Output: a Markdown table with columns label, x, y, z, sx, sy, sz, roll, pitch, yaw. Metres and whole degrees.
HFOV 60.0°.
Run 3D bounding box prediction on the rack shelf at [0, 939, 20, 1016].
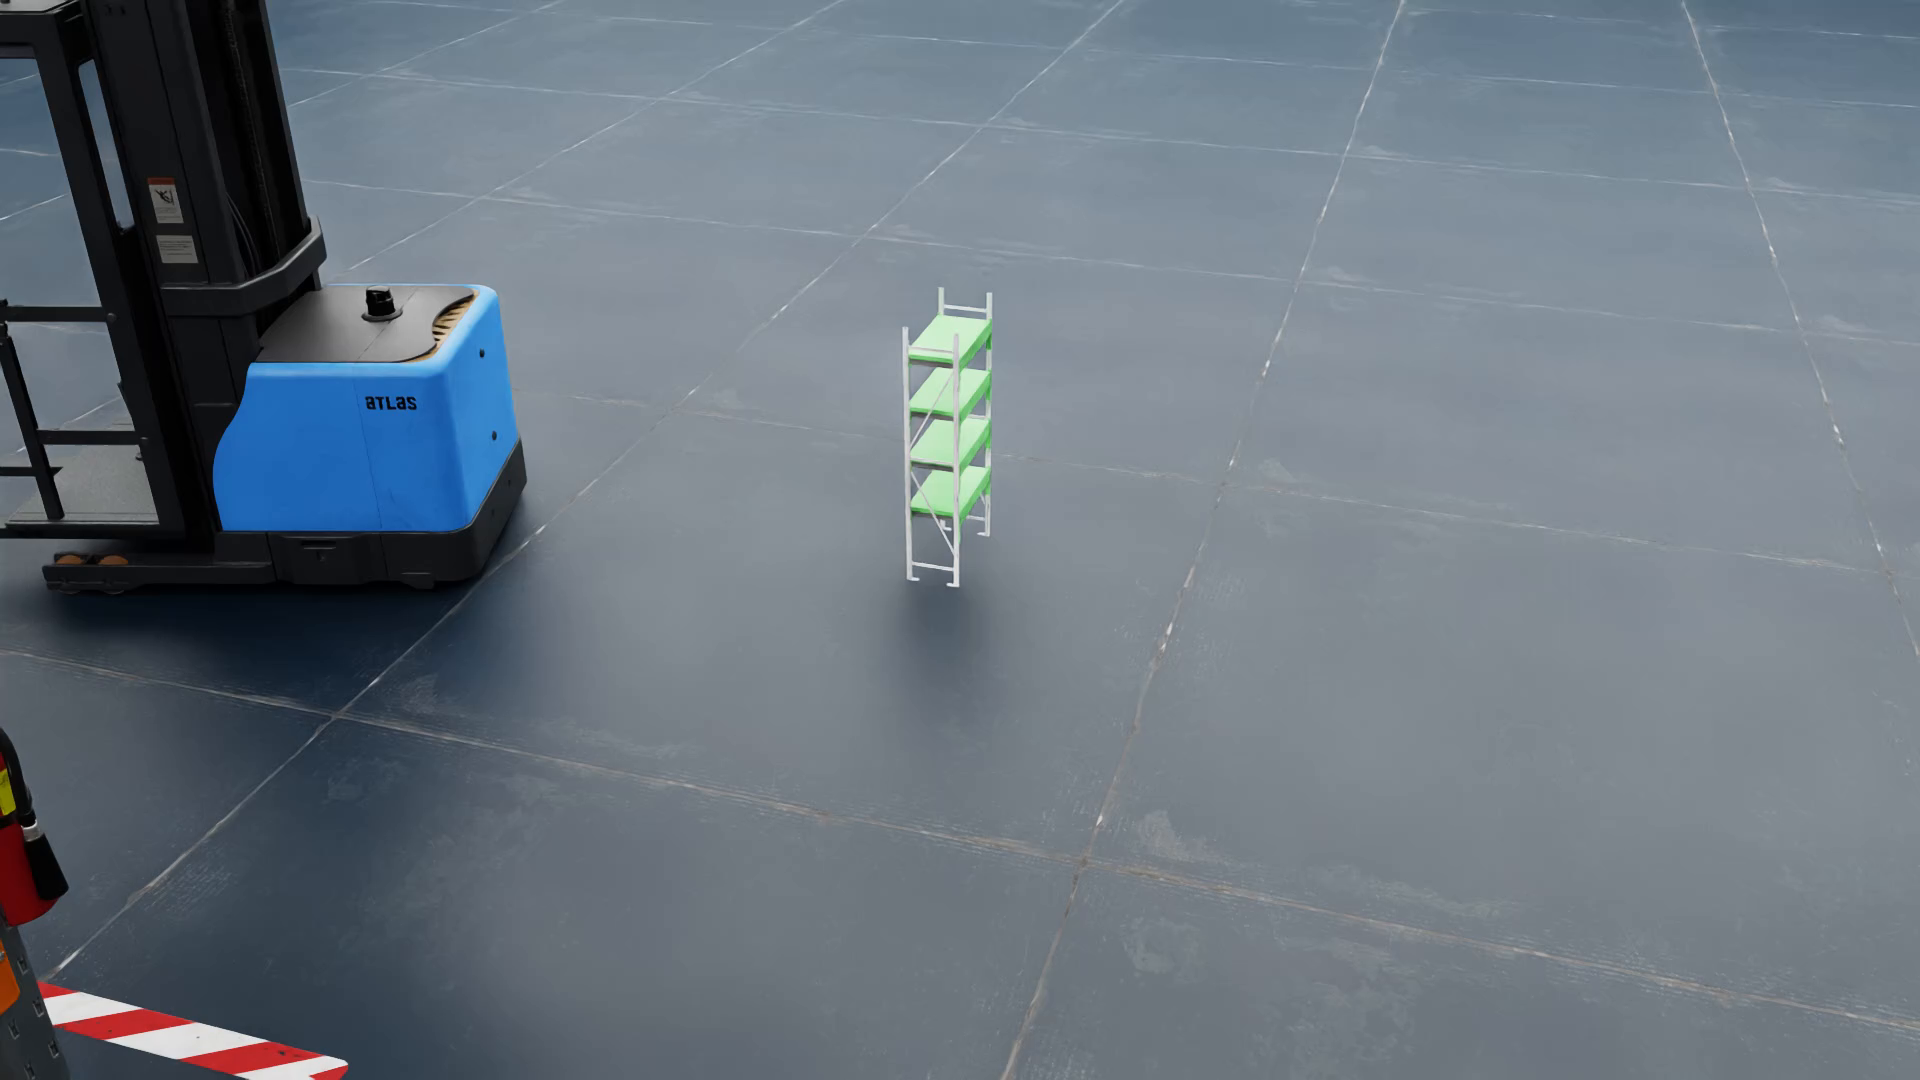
| label | x | y | z | sx | sy | sz | roll | pitch | yaw |
| --- | --- | --- | --- | --- | --- | --- | --- | --- | --- |
| rack shelf | -3.264 | 1.757 | 2.245 | 1.077 | 0.370 | 4.000 | 8 | 30 | 15 |

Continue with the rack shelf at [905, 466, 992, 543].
| label | x | y | z | sx | sy | sz | roll | pitch | yaw |
| --- | --- | --- | --- | --- | --- | --- | --- | --- | --- |
| rack shelf | -0.049 | -0.182 | 7.468 | 0.258 | 0.148 | 0.480 | 8 | 30 | 15 |

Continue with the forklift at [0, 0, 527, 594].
| label | x | y | z | sx | sy | sz | roll | pitch | yaw |
| --- | --- | --- | --- | --- | --- | --- | --- | --- | --- |
| forklift | -3.630 | -1.300 | 7.071 | 3.031 | 2.935 | 1.130 | 0 | 29 | 1 |

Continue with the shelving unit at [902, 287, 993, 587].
| label | x | y | z | sx | sy | sz | roll | pitch | yaw |
| --- | --- | --- | --- | --- | --- | --- | --- | --- | --- |
| shelving unit | -0.049 | -0.447 | 7.320 | 0.258 | 1.200 | 0.503 | 8 | 30 | 15 |

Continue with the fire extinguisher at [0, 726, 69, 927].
| label | x | y | z | sx | sy | sz | roll | pitch | yaw |
| --- | --- | --- | --- | --- | --- | --- | --- | --- | --- |
| fire extinguisher | -2.203 | 0.560 | 3.737 | 0.296 | 0.674 | 0.183 | 8 | 30 | 15 |

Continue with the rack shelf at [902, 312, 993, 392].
| label | x | y | z | sx | sy | sz | roll | pitch | yaw |
| --- | --- | --- | --- | --- | --- | --- | --- | --- | --- |
| rack shelf | -0.049 | -0.811 | 7.118 | 0.258 | 0.148 | 0.480 | 8 | 30 | 15 |

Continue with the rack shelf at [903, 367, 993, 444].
| label | x | y | z | sx | sy | sz | roll | pitch | yaw |
| --- | --- | --- | --- | --- | --- | --- | --- | --- | --- |
| rack shelf | -0.049 | -0.601 | 7.234 | 0.258 | 0.148 | 0.480 | 8 | 30 | 15 |

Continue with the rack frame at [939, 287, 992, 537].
| label | x | y | z | sx | sy | sz | roll | pitch | yaw |
| --- | --- | --- | --- | --- | --- | --- | --- | --- | --- |
| rack frame | 0.023 | -0.561 | 7.524 | 0.240 | 1.200 | 0.015 | 8 | 30 | 15 |

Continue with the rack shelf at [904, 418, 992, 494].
| label | x | y | z | sx | sy | sz | roll | pitch | yaw |
| --- | --- | --- | --- | --- | --- | --- | --- | --- | --- |
| rack shelf | -0.049 | -0.392 | 7.351 | 0.258 | 0.148 | 0.480 | 8 | 30 | 15 |

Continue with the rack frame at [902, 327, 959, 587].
| label | x | y | z | sx | sy | sz | roll | pitch | yaw |
| --- | --- | --- | --- | --- | --- | --- | --- | --- | --- |
| rack frame | -0.120 | -0.334 | 7.116 | 0.240 | 1.200 | 0.015 | 8 | 30 | 15 |
